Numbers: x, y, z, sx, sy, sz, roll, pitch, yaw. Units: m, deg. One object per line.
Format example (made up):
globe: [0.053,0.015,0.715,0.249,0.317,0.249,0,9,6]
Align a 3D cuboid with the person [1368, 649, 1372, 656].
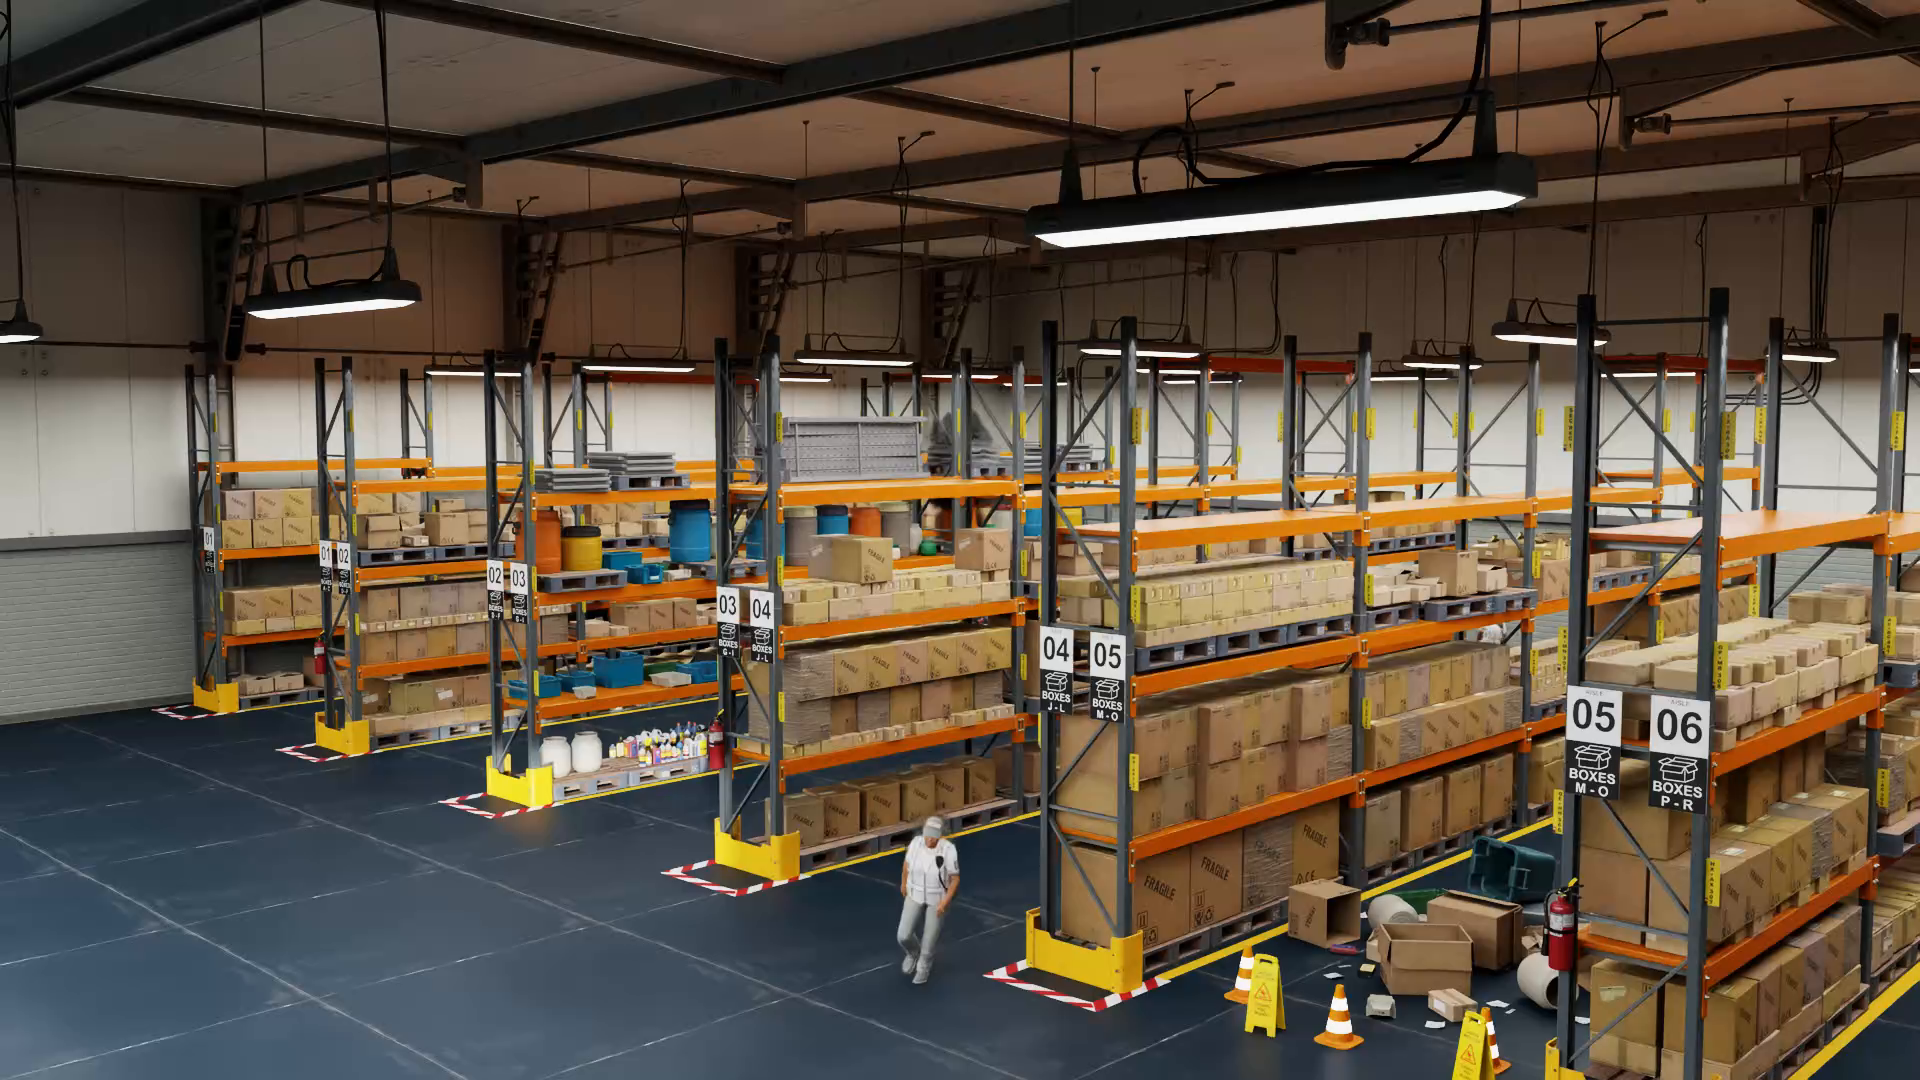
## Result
person: [6.063,2.403,24.956,0.668,1.736,0.634,3,5,30]

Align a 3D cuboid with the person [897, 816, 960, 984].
person: [-0.293,3.231,14.916,0.610,1.586,0.674,1,4,11]

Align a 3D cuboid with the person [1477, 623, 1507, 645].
person: [9.796,2.008,30.644,0.540,1.689,0.586,0,4,2]
